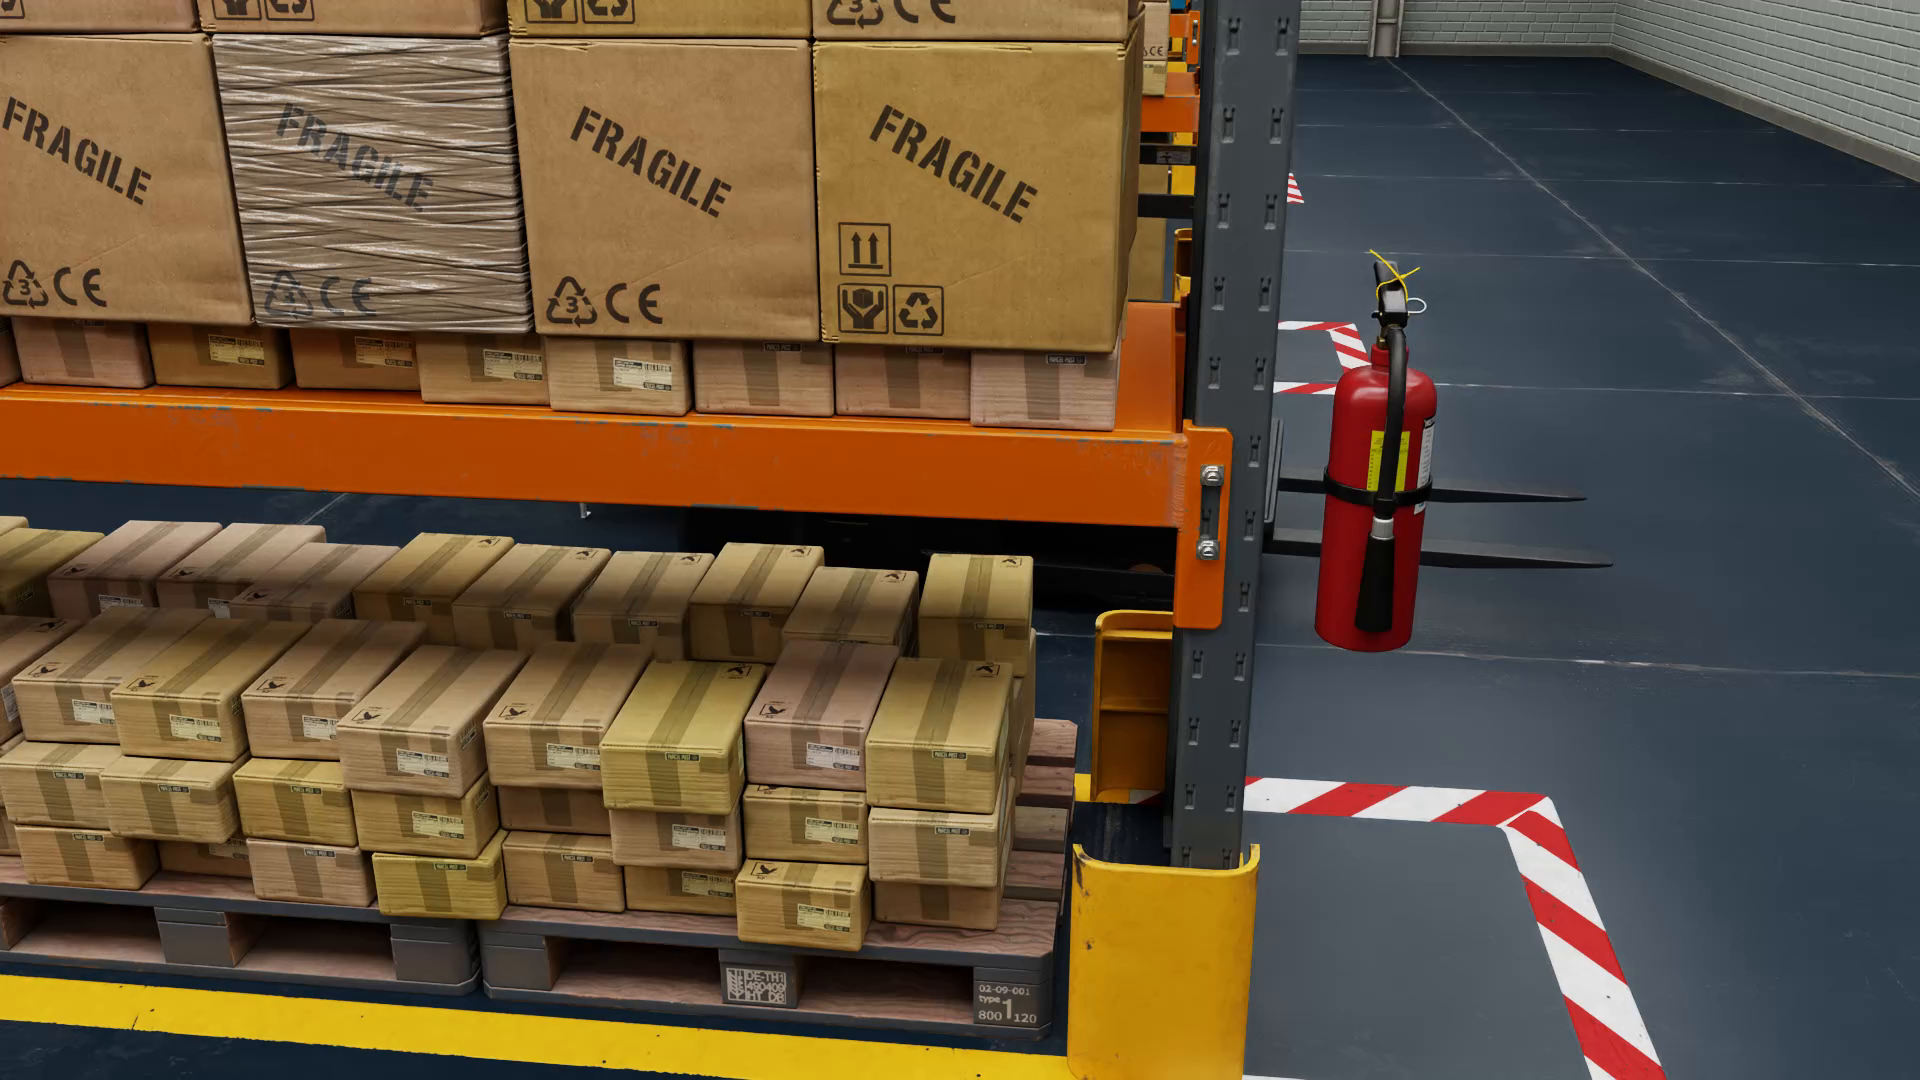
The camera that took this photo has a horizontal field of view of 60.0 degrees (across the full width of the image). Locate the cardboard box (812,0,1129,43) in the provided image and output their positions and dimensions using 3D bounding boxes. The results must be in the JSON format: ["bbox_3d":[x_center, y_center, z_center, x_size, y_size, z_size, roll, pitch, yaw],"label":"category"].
[{"bbox_3d":[0.038,-1.113,2.775,0.500,0.500,0.500,2,22,5],"label":"cardboard box"}]

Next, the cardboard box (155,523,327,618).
[{"bbox_3d":[-1.763,0.096,4.113,0.250,0.149,0.380,2,22,4],"label":"cardboard box"}]

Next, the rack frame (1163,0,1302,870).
[{"bbox_3d":[0.521,-0.534,3.212,0.127,3.000,1.000,2,22,6],"label":"rack frame"}]

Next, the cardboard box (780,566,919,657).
[{"bbox_3d":[-0.247,0.205,3.839,0.250,0.149,0.380,3,22,7],"label":"cardboard box"}]

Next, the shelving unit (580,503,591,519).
[{"bbox_3d":[-1.127,-0.662,5.981,0.503,1.200,0.258,4,22,11],"label":"shelving unit"}]

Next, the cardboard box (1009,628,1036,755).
[{"bbox_3d":[0.031,0.341,3.898,0.250,0.149,0.380,3,22,9],"label":"cardboard box"}]

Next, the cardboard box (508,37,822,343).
[{"bbox_3d":[-0.466,-0.669,3.011,0.500,0.500,0.500,2,22,5],"label":"cardboard box"}]

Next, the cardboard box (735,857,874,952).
[{"bbox_3d":[-0.293,0.675,3.458,0.250,0.149,0.380,3,22,8],"label":"cardboard box"}]

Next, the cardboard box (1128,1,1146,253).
[{"bbox_3d":[0.108,-0.839,3.443,0.500,0.500,0.500,4,22,9],"label":"cardboard box"}]

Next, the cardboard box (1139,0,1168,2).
[{"bbox_3d":[0.691,-2.683,7.427,0.500,0.500,0.500,3,22,7],"label":"cardboard box"}]

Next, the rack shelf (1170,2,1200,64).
[{"bbox_3d":[-0.198,-3.901,12.706,4.000,0.370,1.077,2,22,6],"label":"rack shelf"}]

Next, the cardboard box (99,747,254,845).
[{"bbox_3d":[-1.597,0.480,3.548,0.250,0.149,0.380,3,22,7],"label":"cardboard box"}]

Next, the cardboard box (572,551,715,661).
[{"bbox_3d":[-0.738,0.167,3.936,0.250,0.149,0.380,1,22,4],"label":"cardboard box"}]

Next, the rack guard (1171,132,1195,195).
[{"bbox_3d":[1.814,-2.990,12.824,0.348,0.500,1.175,2,22,6],"label":"rack guard"}]

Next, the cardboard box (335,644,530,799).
[{"bbox_3d":[-1.072,0.367,3.429,0.250,0.149,0.380,3,22,8],"label":"cardboard box"}]

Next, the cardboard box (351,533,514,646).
[{"bbox_3d":[-1.268,0.123,4.046,0.250,0.149,0.380,3,22,7],"label":"cardboard box"}]

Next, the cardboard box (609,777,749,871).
[{"bbox_3d":[-0.553,0.517,3.453,0.250,0.149,0.380,2,22,4],"label":"cardboard box"}]

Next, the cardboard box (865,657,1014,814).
[{"bbox_3d":[-0.034,0.389,3.373,0.250,0.149,0.380,3,22,7],"label":"cardboard box"}]

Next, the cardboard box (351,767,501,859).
[{"bbox_3d":[-1.068,0.500,3.498,0.250,0.149,0.380,3,22,7],"label":"cardboard box"}]

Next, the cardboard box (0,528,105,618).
[{"bbox_3d":[-2.312,0.111,4.076,0.250,0.149,0.380,3,22,8],"label":"cardboard box"}]

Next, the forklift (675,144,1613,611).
[{"bbox_3d":[0.608,-1.315,5.280,3.031,2.935,1.130,4,22,11],"label":"forklift"}]

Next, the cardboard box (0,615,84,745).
[{"bbox_3d":[-2.105,0.307,3.580,0.250,0.149,0.380,3,22,7],"label":"cardboard box"}]

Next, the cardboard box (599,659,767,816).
[{"bbox_3d":[-0.549,0.392,3.365,0.250,0.149,0.380,2,22,5],"label":"cardboard box"}]

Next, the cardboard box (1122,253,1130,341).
[{"bbox_3d":[0.238,-0.551,3.596,0.250,0.149,0.380,2,22,6],"label":"cardboard box"}]

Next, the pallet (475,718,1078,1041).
[{"bbox_3d":[-0.357,0.711,3.854,1.213,0.211,1.003,2,22,6],"label":"pallet"}]

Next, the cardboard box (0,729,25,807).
[{"bbox_3d":[-2.082,0.426,3.684,0.250,0.149,0.380,4,22,9],"label":"cardboard box"}]

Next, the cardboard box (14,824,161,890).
[{"bbox_3d":[-1.834,0.597,3.655,0.250,0.149,0.380,2,22,5],"label":"cardboard box"}]

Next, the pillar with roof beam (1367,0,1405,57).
[{"bbox_3d":[5.231,-9.183,16.929,0.400,9.000,9.100,2,22,6],"label":"pillar with roof beam"}]

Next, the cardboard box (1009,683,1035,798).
[{"bbox_3d":[0.039,0.457,4.011,0.250,0.149,0.380,3,22,7],"label":"cardboard box"}]

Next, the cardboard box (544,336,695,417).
[{"bbox_3d":[-0.585,-0.361,3.114,0.250,0.149,0.380,3,22,8],"label":"cardboard box"}]

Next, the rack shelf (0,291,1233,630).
[{"bbox_3d":[-1.465,-0.286,3.563,4.000,0.370,1.077,2,22,6],"label":"rack shelf"}]

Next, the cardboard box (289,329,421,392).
[{"bbox_3d":[-1.104,-0.416,3.255,0.250,0.149,0.380,2,22,4],"label":"cardboard box"}]

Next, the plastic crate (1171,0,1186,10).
[{"bbox_3d":[1.434,-4.140,12.202,0.499,0.435,0.616,2,22,6],"label":"plastic crate"}]

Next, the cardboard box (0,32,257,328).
[{"bbox_3d":[-1.465,-0.713,3.122,0.500,0.500,0.500,4,22,9],"label":"cardboard box"}]

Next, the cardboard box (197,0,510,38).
[{"bbox_3d":[-0.983,-1.154,2.879,0.500,0.500,0.500,4,22,9],"label":"cardboard box"}]

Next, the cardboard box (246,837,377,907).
[{"bbox_3d":[-1.322,0.619,3.600,0.250,0.149,0.380,3,22,7],"label":"cardboard box"}]

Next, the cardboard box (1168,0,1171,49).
[{"bbox_3d":[0.761,-2.529,8.056,0.500,0.250,0.500,2,22,5],"label":"cardboard box"}]

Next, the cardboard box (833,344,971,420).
[{"bbox_3d":[-0.078,-0.353,3.094,0.250,0.149,0.380,2,22,6],"label":"cardboard box"}]

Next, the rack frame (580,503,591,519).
[{"bbox_3d":[-1.366,-0.680,6.029,0.015,1.200,0.240,4,22,11],"label":"rack frame"}]

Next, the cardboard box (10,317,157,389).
[{"bbox_3d":[-1.623,-0.425,3.277,0.250,0.149,0.380,3,22,8],"label":"cardboard box"}]

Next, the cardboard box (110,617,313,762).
[{"bbox_3d":[-1.584,0.314,3.563,0.250,0.149,0.380,3,22,7],"label":"cardboard box"}]

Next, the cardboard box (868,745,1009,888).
[{"bbox_3d":[-0.036,0.539,3.398,0.250,0.149,0.380,2,22,5],"label":"cardboard box"}]

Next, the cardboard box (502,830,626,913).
[{"bbox_3d":[-0.792,0.627,3.582,0.250,0.149,0.380,3,22,7],"label":"cardboard box"}]

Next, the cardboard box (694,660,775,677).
[{"bbox_3d":[-0.487,0.331,3.925,0.250,0.149,0.380,3,22,7],"label":"cardboard box"}]

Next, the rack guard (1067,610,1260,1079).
[{"bbox_3d":[0.446,0.625,3.679,0.348,0.500,1.175,2,22,6],"label":"rack guard"}]

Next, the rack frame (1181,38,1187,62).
[{"bbox_3d":[2.375,-5.958,16.929,0.127,3.000,1.000,2,22,6],"label":"rack frame"}]
